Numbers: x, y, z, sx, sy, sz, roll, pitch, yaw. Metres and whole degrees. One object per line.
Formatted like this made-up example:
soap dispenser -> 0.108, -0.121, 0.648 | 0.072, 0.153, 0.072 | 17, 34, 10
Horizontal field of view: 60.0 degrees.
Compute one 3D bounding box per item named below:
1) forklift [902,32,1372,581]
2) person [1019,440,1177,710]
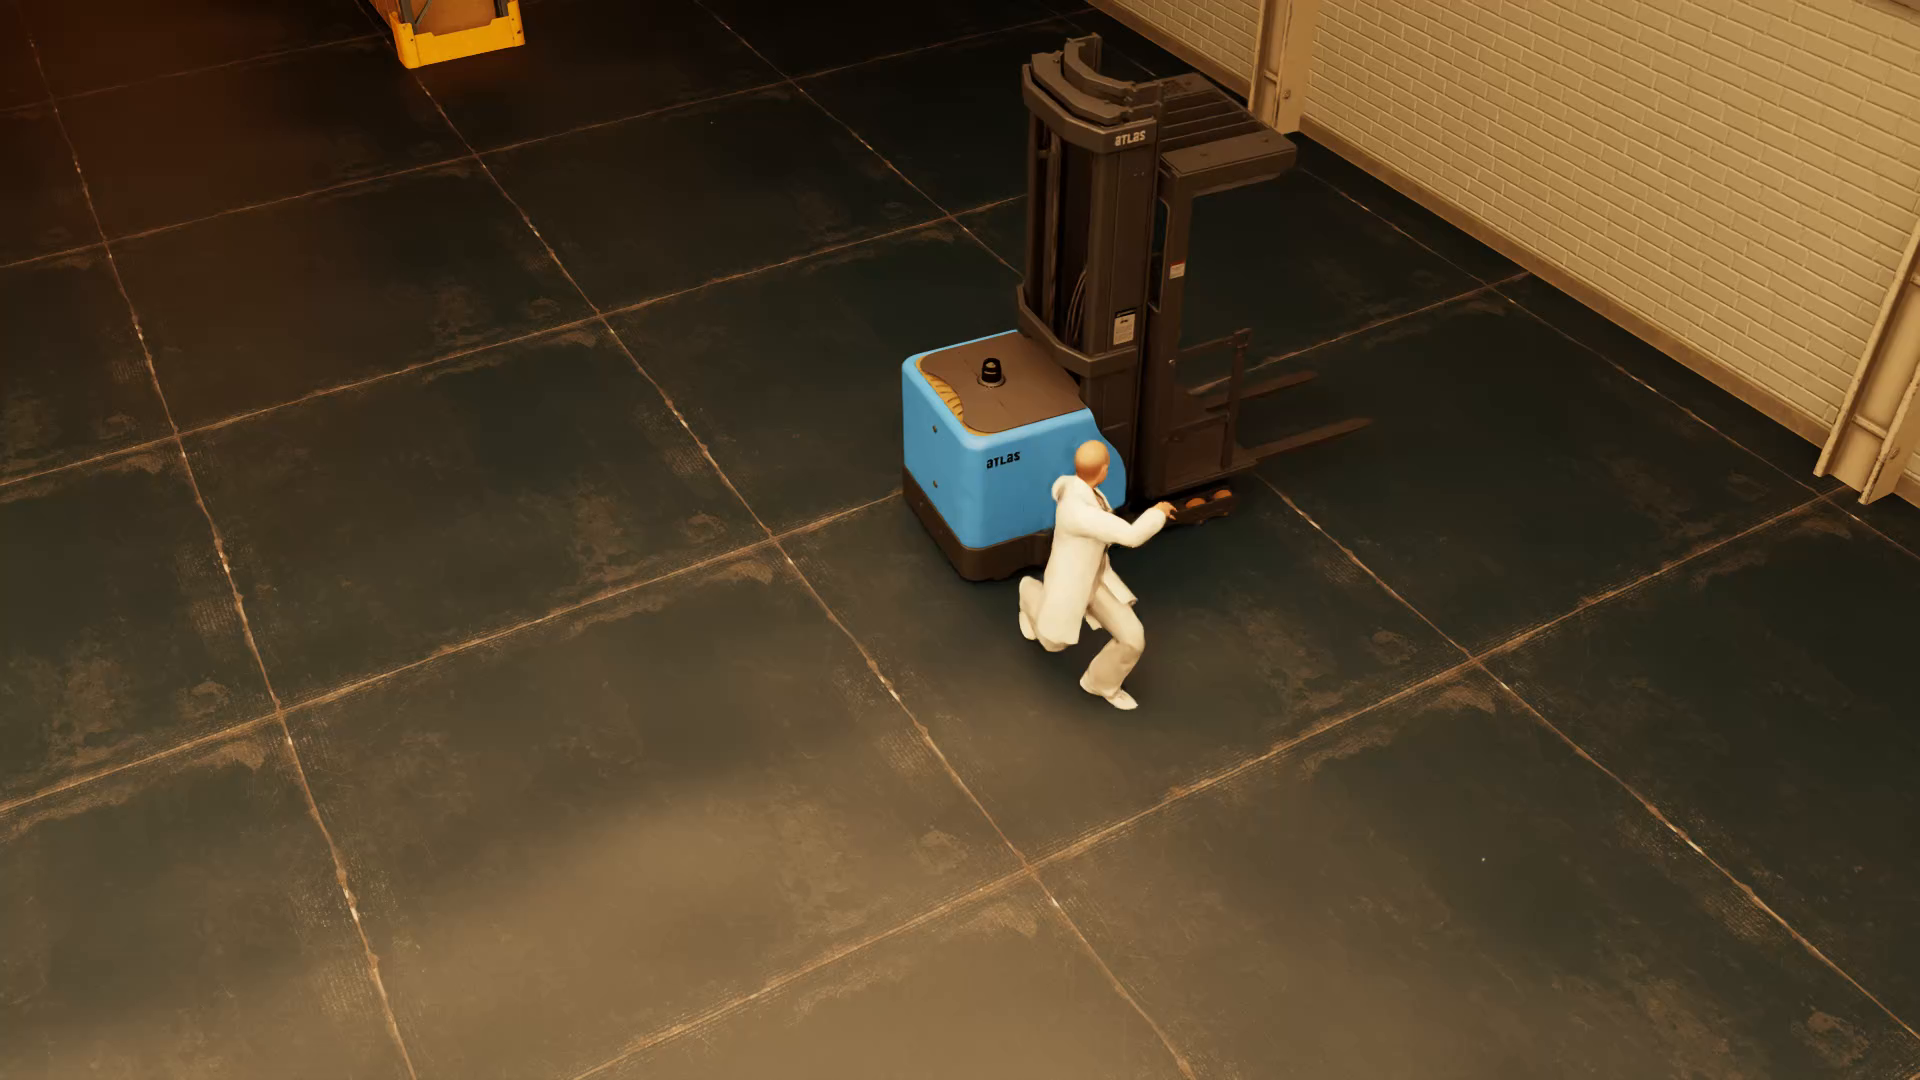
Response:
forklift -> 1.196, -1.517, 9.865 | 3.031, 2.935, 1.130 | -17, 42, -19
person -> 0.706, 0.107, 9.085 | 1.011, 1.543, 0.780 | 31, 49, 32
